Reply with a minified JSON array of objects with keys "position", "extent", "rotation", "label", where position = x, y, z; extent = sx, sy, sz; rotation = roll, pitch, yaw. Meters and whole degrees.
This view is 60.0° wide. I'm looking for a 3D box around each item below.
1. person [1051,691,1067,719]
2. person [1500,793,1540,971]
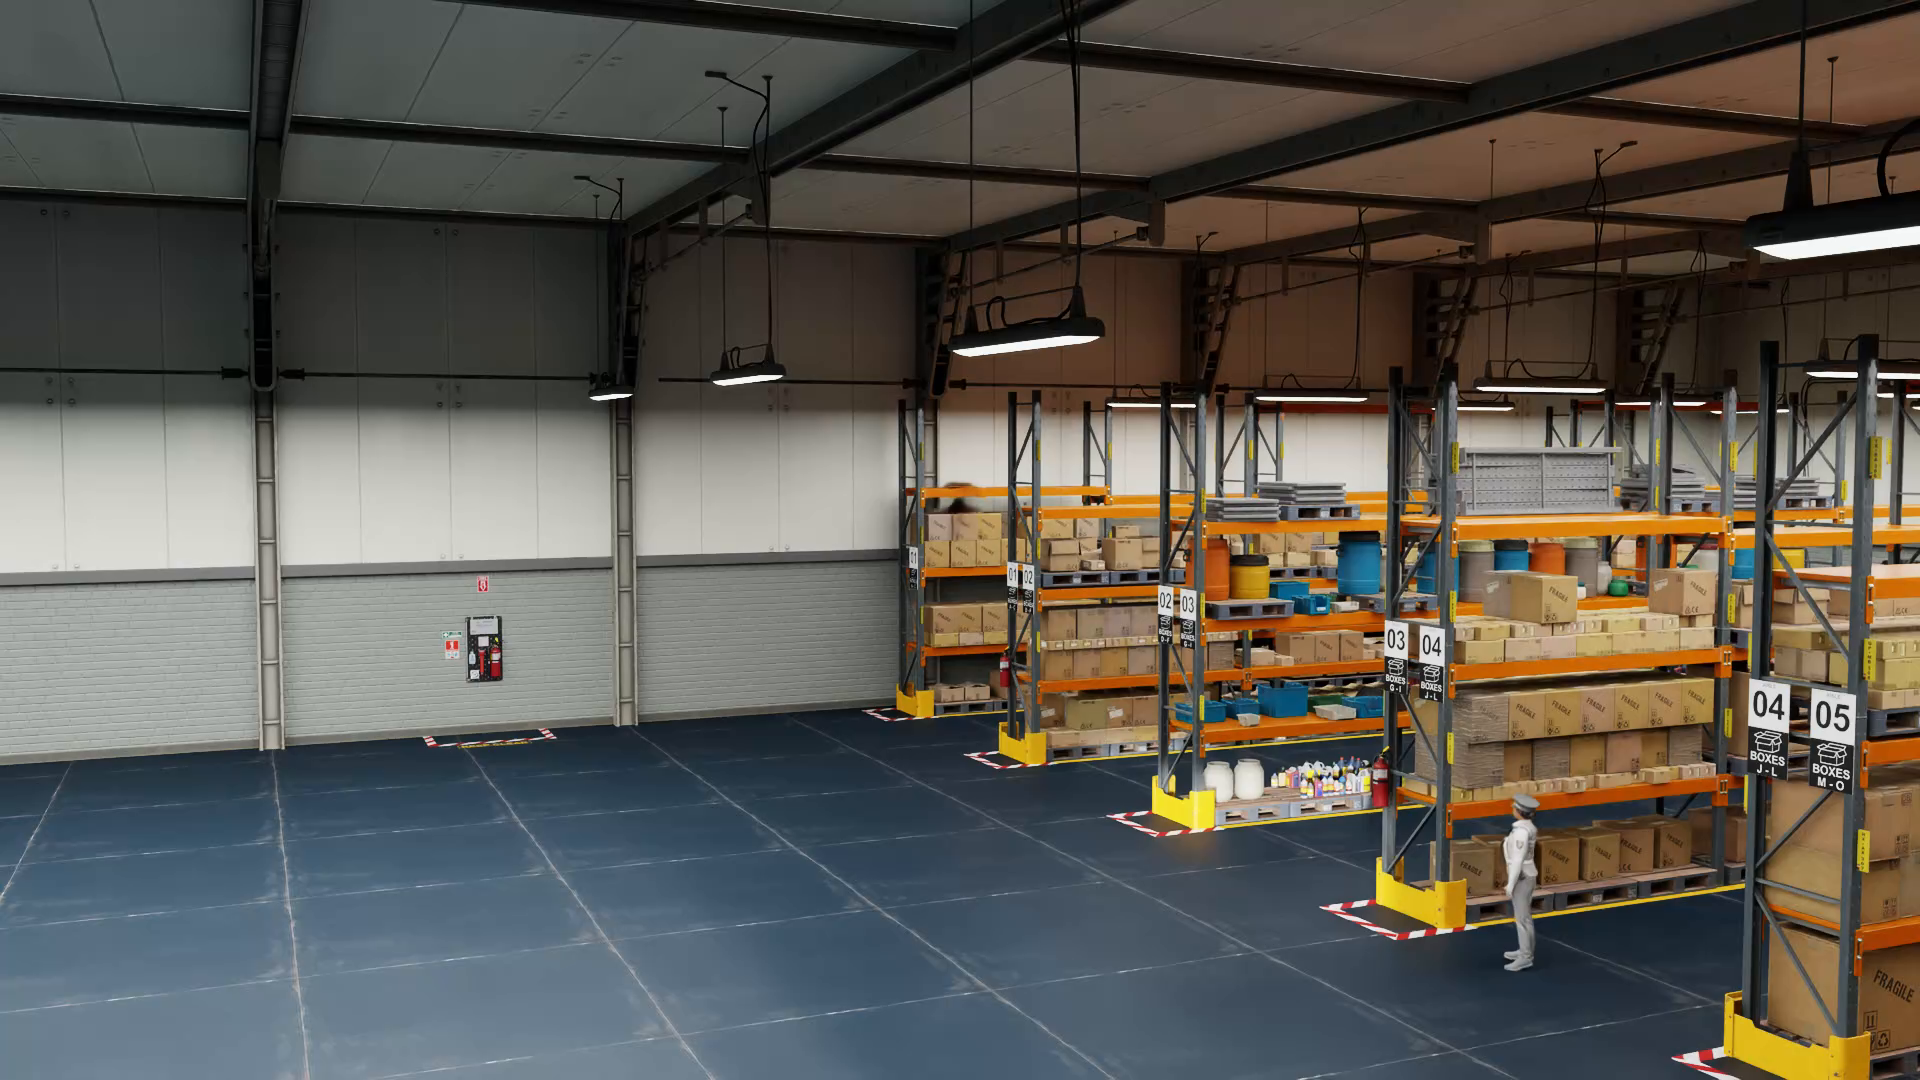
[{"position":[1.826,2.450,31.095],"extent":[0.574,1.776,0.403],"rotation":[-1,4,-23],"label":"person"},{"position":[5.522,3.364,16.436],"extent":[0.373,1.723,0.477],"rotation":[1,3,13],"label":"person"}]
